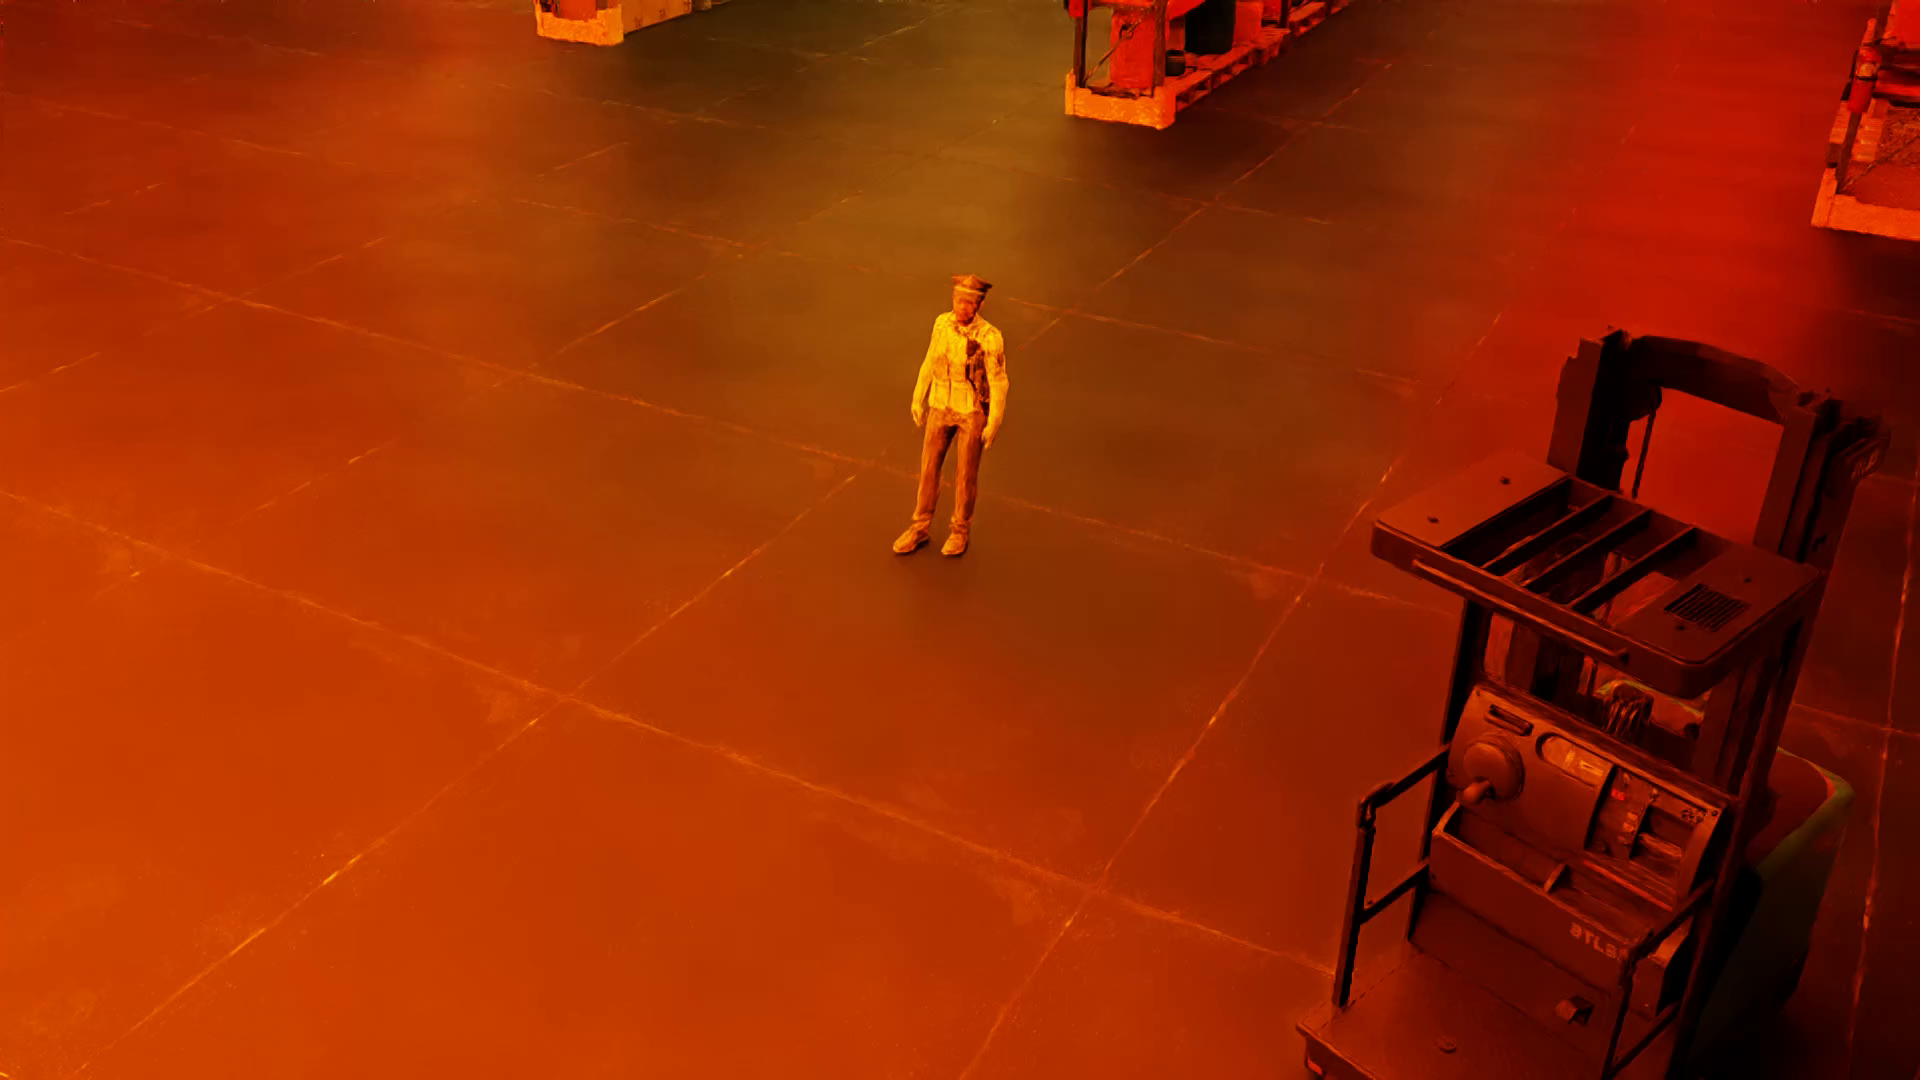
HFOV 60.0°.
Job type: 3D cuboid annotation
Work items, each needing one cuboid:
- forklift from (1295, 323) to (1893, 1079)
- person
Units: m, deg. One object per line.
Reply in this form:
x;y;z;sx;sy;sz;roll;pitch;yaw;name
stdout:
1.955;0.880;5.547;3.031;2.935;1.130;-24;37;-35;forklift
-0.039;-0.713;9.527;0.586;1.695;0.533;15;33;25;person
